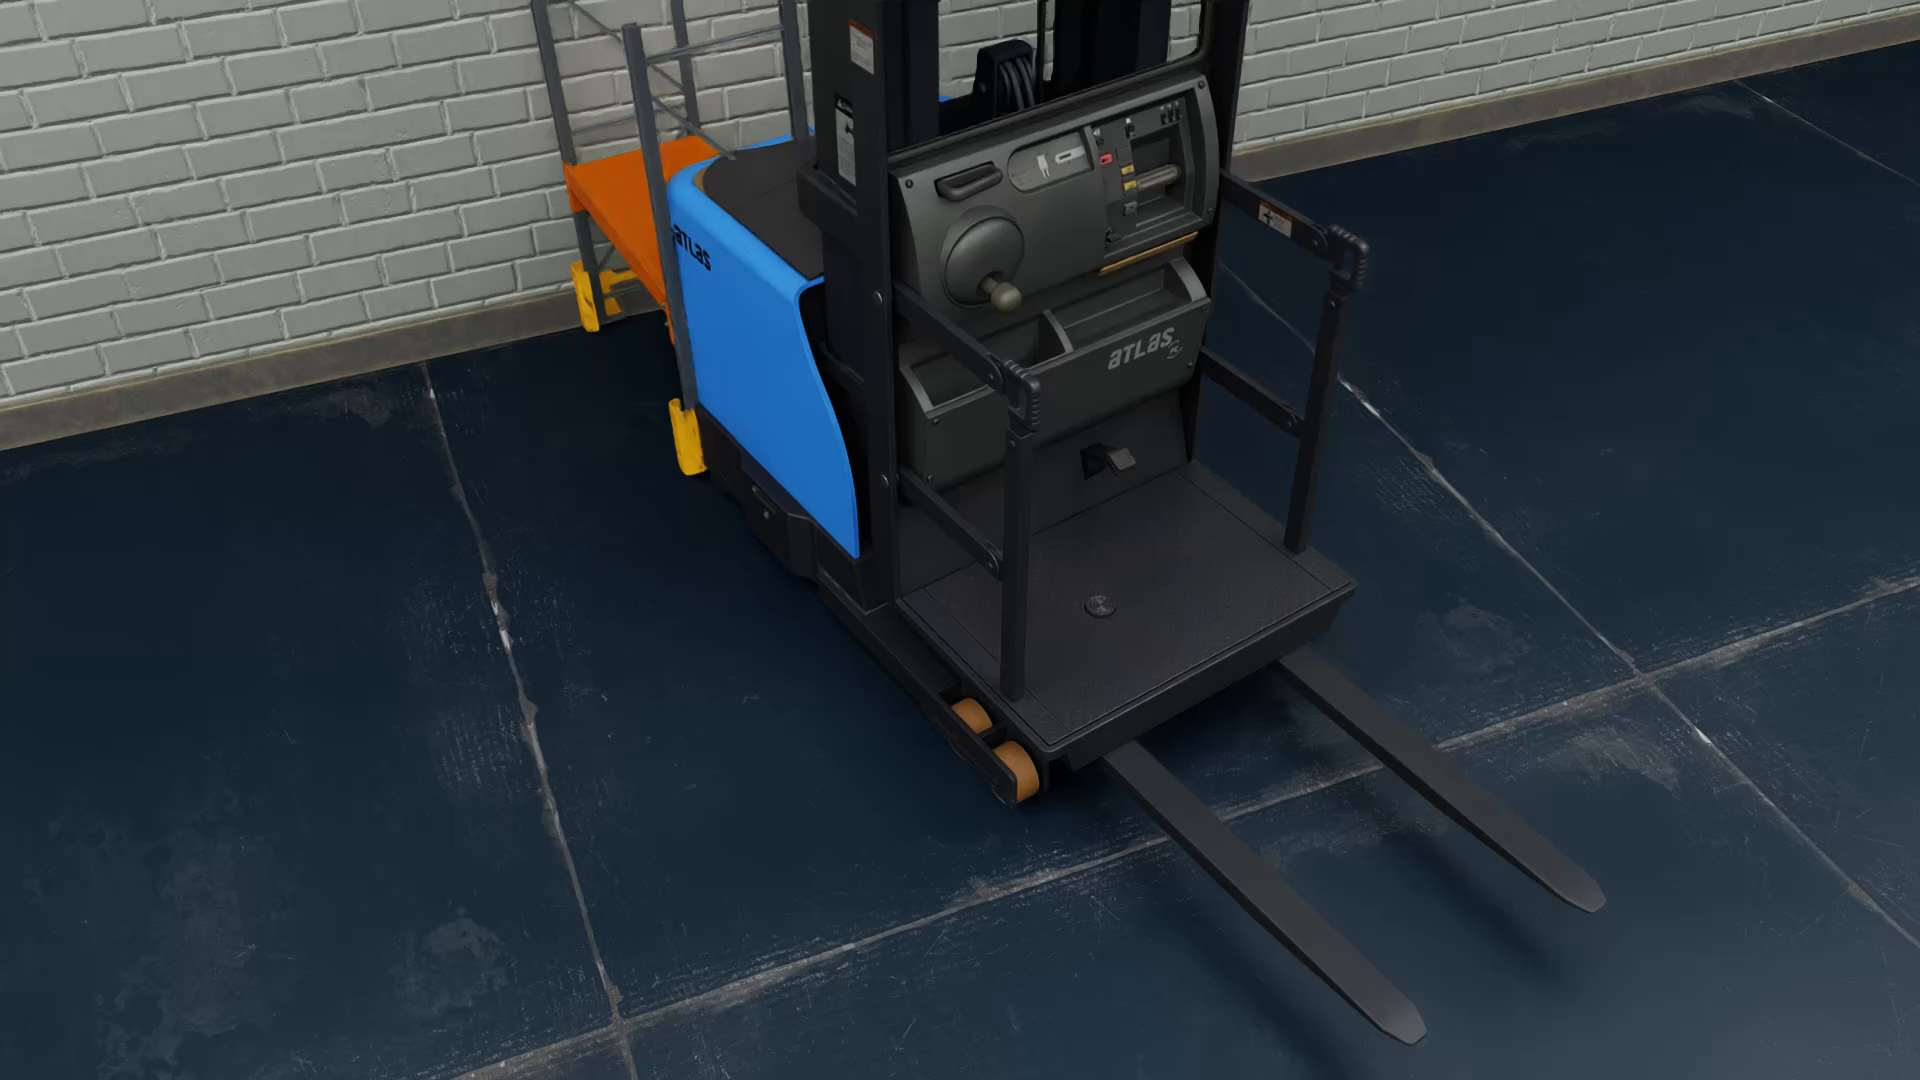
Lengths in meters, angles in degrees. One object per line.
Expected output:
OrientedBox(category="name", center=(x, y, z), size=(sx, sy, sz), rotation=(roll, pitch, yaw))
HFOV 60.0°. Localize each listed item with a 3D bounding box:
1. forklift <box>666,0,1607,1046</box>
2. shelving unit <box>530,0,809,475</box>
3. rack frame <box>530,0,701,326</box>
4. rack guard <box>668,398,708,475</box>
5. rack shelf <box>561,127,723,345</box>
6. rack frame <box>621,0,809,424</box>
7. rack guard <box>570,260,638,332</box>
OrientedBox(category="forklift", center=(0.382, -0.771, 3.898), size=(1.130, 2.935, 3.031), rotation=(-25, 46, -26))
OrientedBox(category="shelving unit", center=(-0.910, -1.174, 5.401), size=(0.587, 1.500, 1.083), rotation=(-20, 43, -20))
OrientedBox(category="rack frame", center=(-1.146, -1.451, 5.743), size=(0.500, 1.500, 0.032), rotation=(-20, 43, -20))
OrientedBox(category="rack guard", center=(-0.655, -0.419, 5.460), size=(0.587, 0.250, 0.087), rotation=(-20, 43, -20))
OrientedBox(category="rack shelf", center=(-0.900, -1.031, 5.510), size=(0.538, 0.185, 1.000), rotation=(-20, 43, -20))
OrientedBox(category="rack frame", center=(-0.665, -0.888, 5.046), size=(0.500, 1.500, 0.032), rotation=(-20, 43, -20))
OrientedBox(category="rack guard", center=(-1.127, -0.970, 6.143), size=(0.587, 0.250, 0.087), rotation=(-20, 43, -20))
